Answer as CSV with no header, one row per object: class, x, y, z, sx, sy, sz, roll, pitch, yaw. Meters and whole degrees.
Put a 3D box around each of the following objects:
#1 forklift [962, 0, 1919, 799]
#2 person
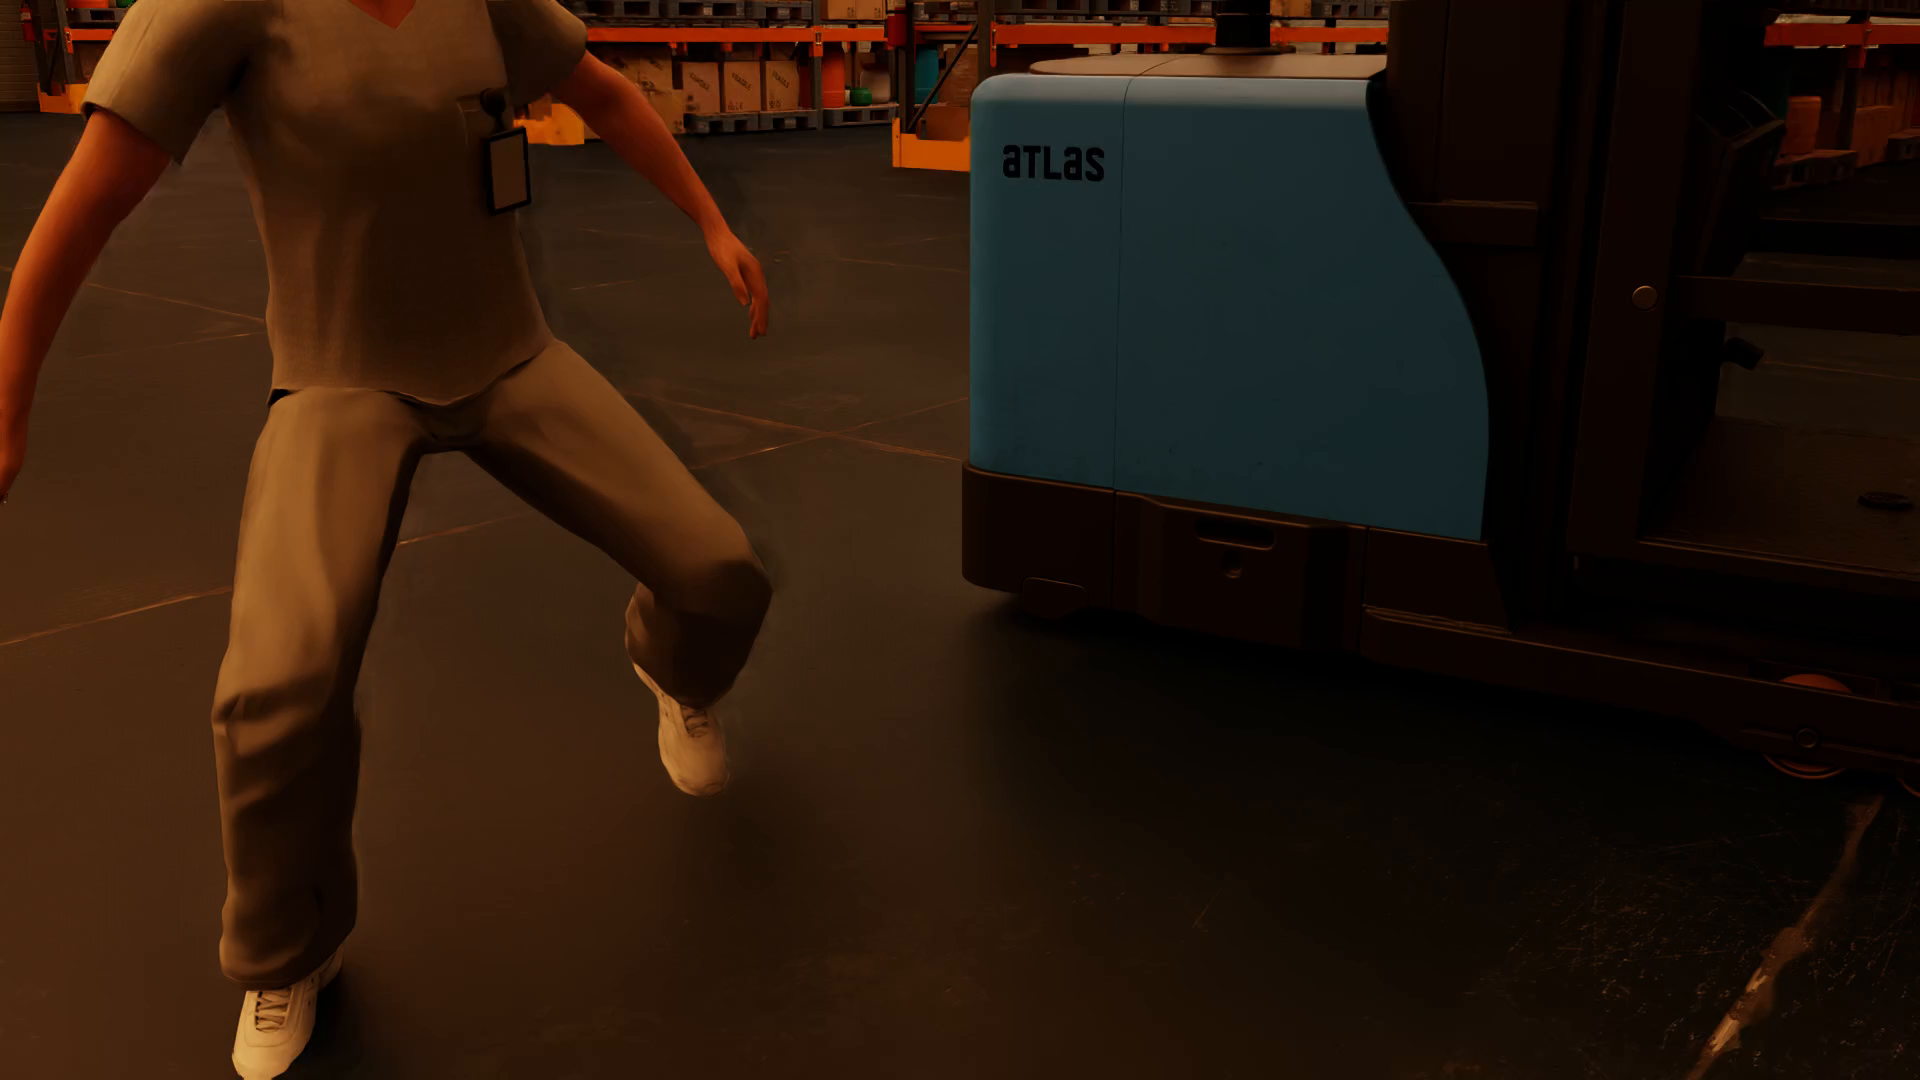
forklift,1.542,-1.166,2.736,3.031,2.935,1.130,9,19,28
person,-0.681,-0.185,2.016,1.011,1.560,0.499,-13,21,-37
